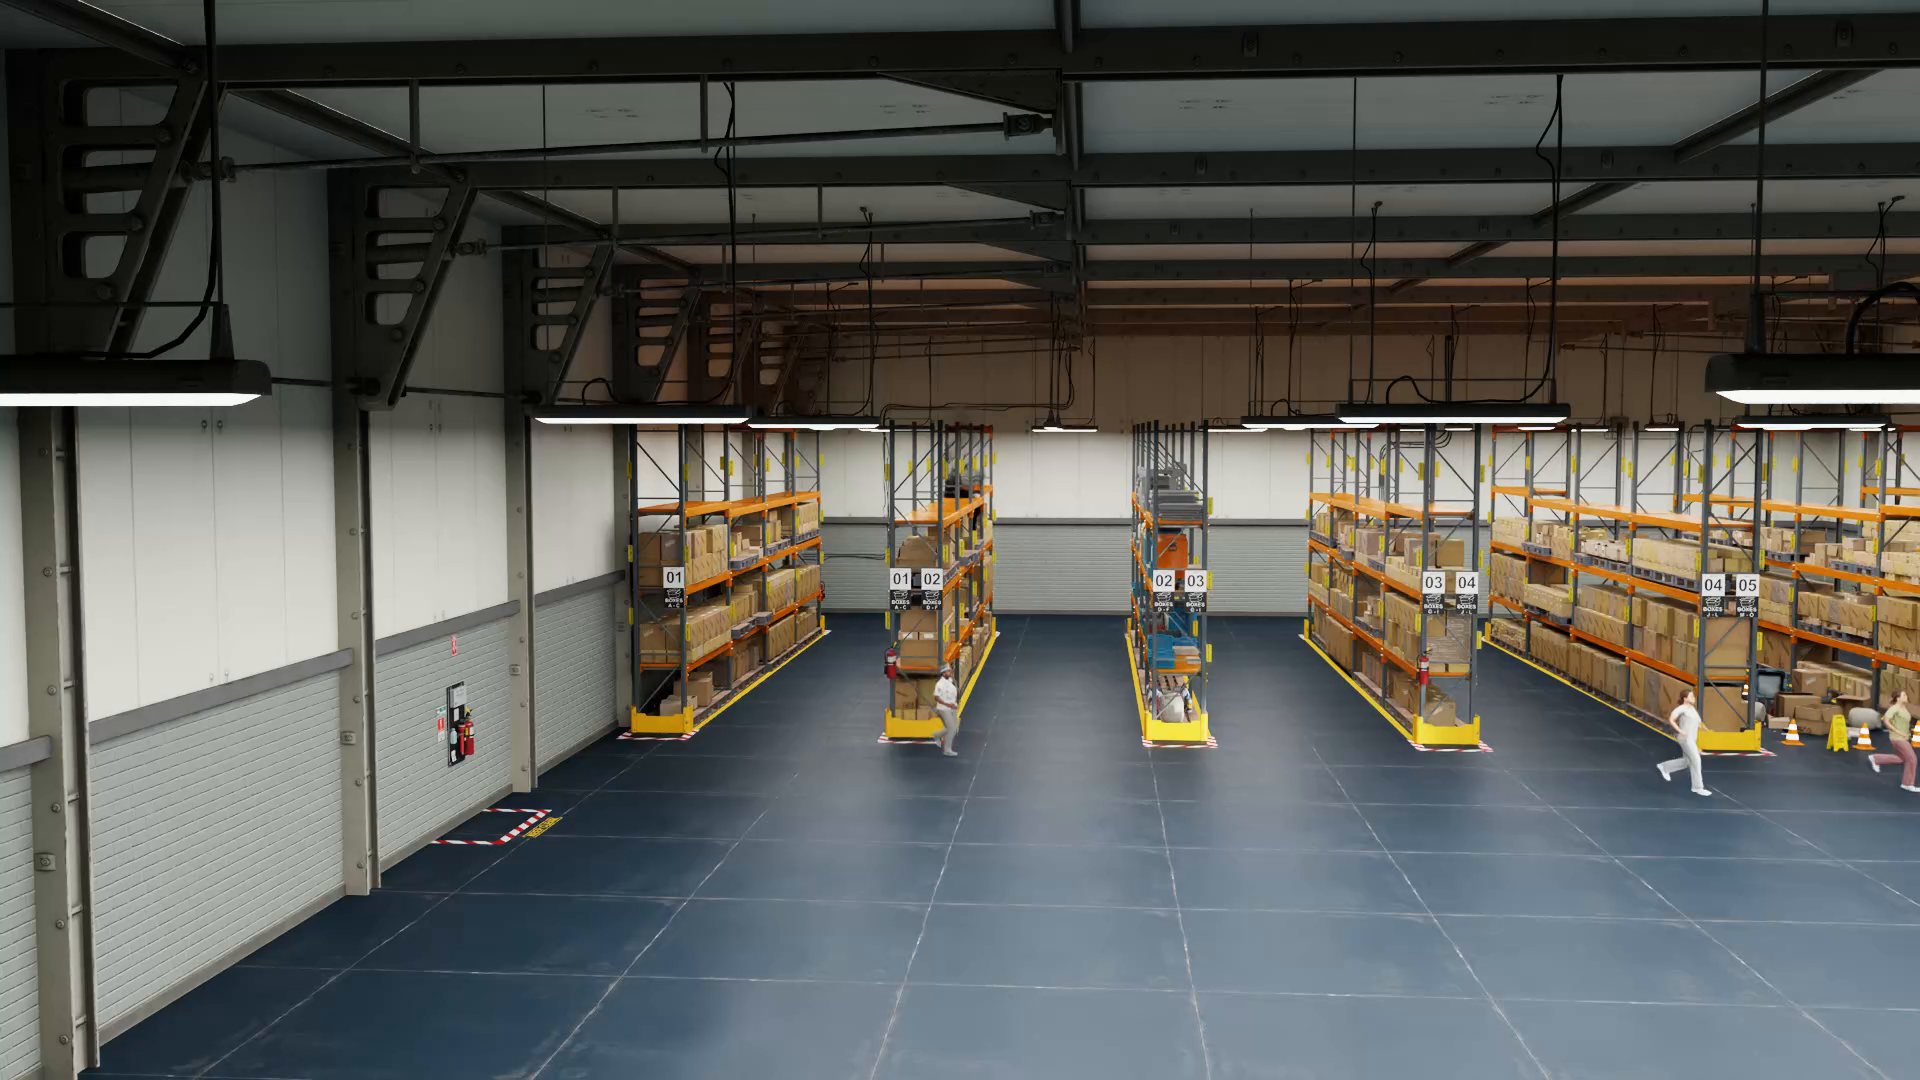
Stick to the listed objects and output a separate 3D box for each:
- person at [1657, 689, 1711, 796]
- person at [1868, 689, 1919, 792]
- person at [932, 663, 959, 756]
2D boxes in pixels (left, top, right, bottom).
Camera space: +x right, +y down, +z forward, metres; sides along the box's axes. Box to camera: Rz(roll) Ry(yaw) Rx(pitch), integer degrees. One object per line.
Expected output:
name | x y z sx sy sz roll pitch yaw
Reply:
person | 11.619 3.214 26.672 0.567 1.669 0.879 -4 5 -44
person | 15.154 3.223 26.940 0.794 1.641 0.583 3 5 42
person | -0.280 3.013 29.701 0.601 1.658 0.597 2 4 30
